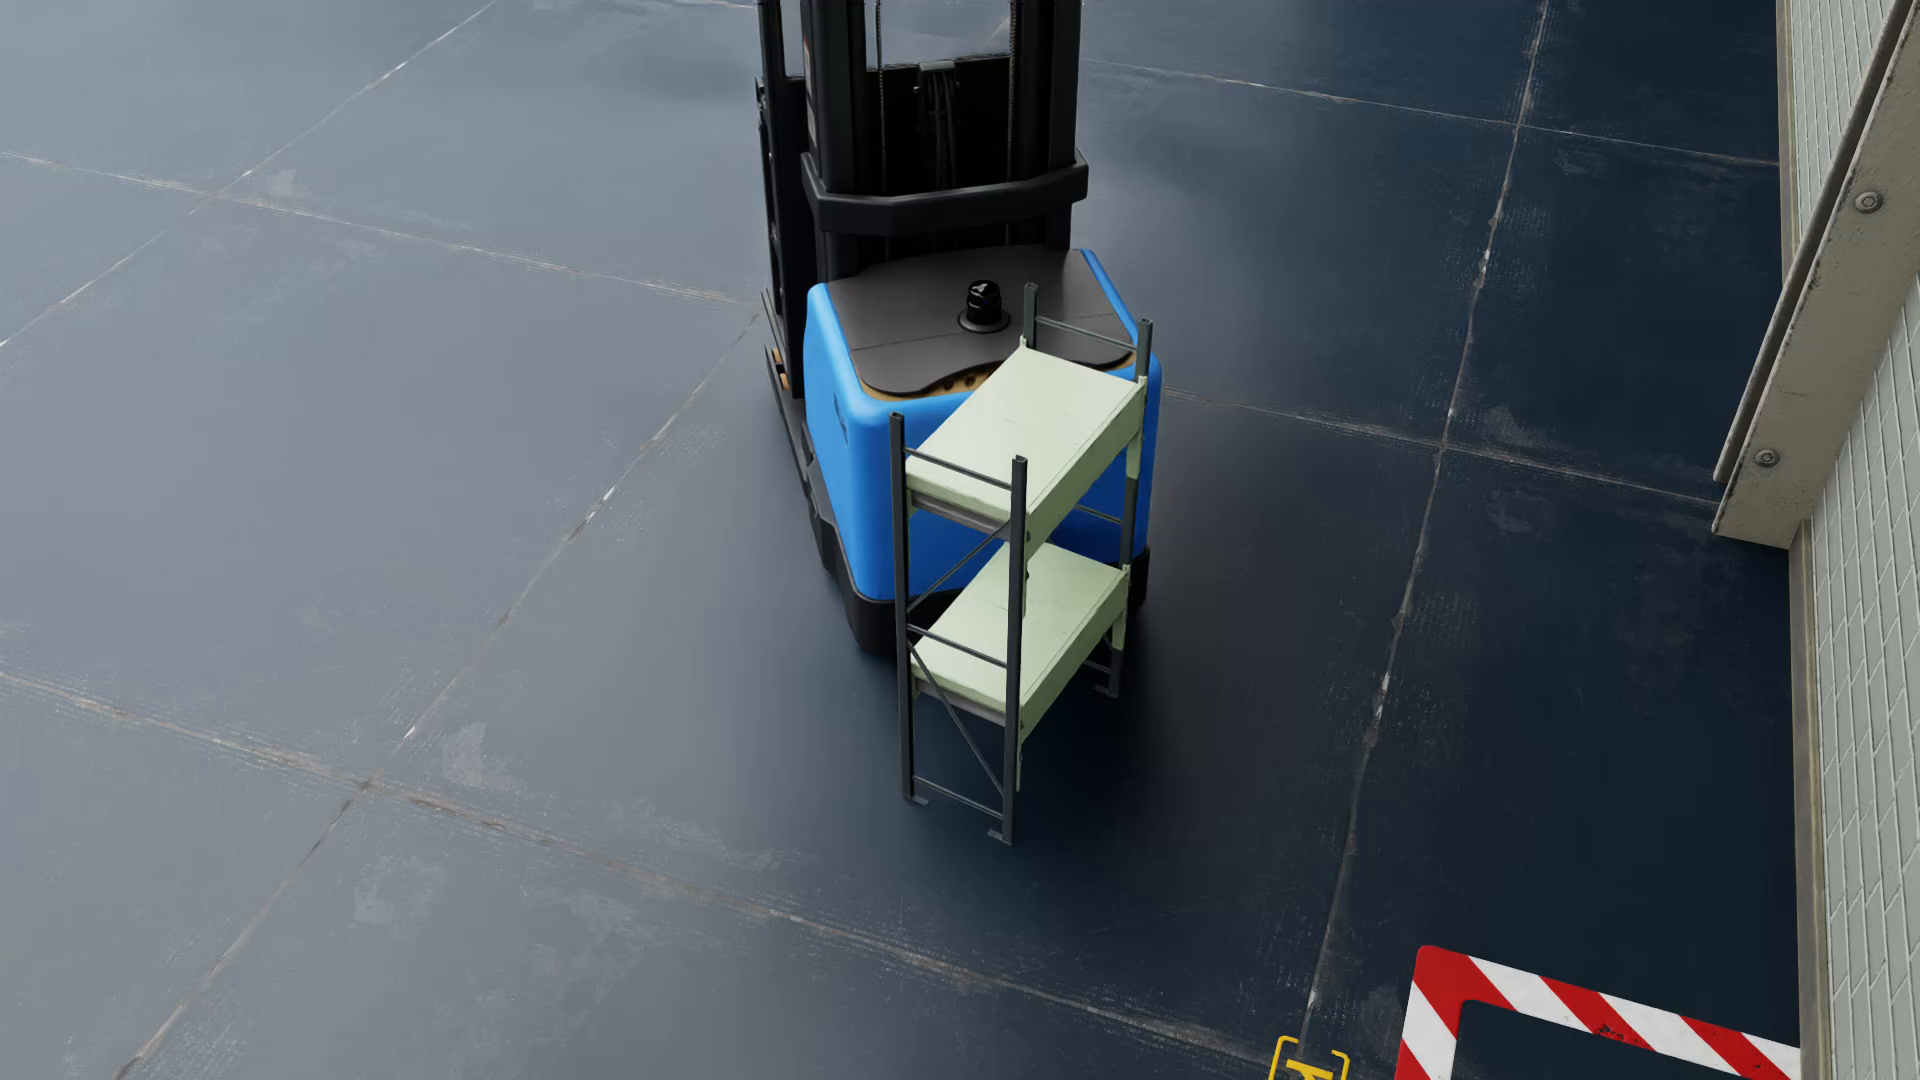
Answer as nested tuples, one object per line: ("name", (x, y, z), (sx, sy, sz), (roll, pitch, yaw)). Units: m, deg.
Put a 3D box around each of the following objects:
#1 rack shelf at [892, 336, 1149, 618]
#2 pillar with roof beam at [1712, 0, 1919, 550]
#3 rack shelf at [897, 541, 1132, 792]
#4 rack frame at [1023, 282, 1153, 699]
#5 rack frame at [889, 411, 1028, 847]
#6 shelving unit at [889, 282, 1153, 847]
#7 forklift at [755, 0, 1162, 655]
("rack shelf", (0.179, -0.196, 4.723), (0.431, 0.370, 0.720), (21, 45, 23))
("pillar with roof beam", (-0.993, -4.491, 4.580), (9.100, 9.000, 0.400), (13, 42, 15))
("rack shelf", (0.178, 0.349, 5.188), (0.431, 0.370, 0.720), (21, 45, 23))
("rack frame", (0.364, -0.104, 5.216), (0.400, 1.500, 0.023), (21, 45, 23))
("rack frame", (-0.007, 0.306, 4.736), (0.400, 1.500, 0.023), (21, 45, 23))
("shelving unit", (0.178, 0.101, 4.976), (0.431, 1.500, 0.755), (21, 45, 23))
("forklift", (-0.192, -1.690, 5.972), (1.130, 2.935, 3.031), (-9, 41, -11))
